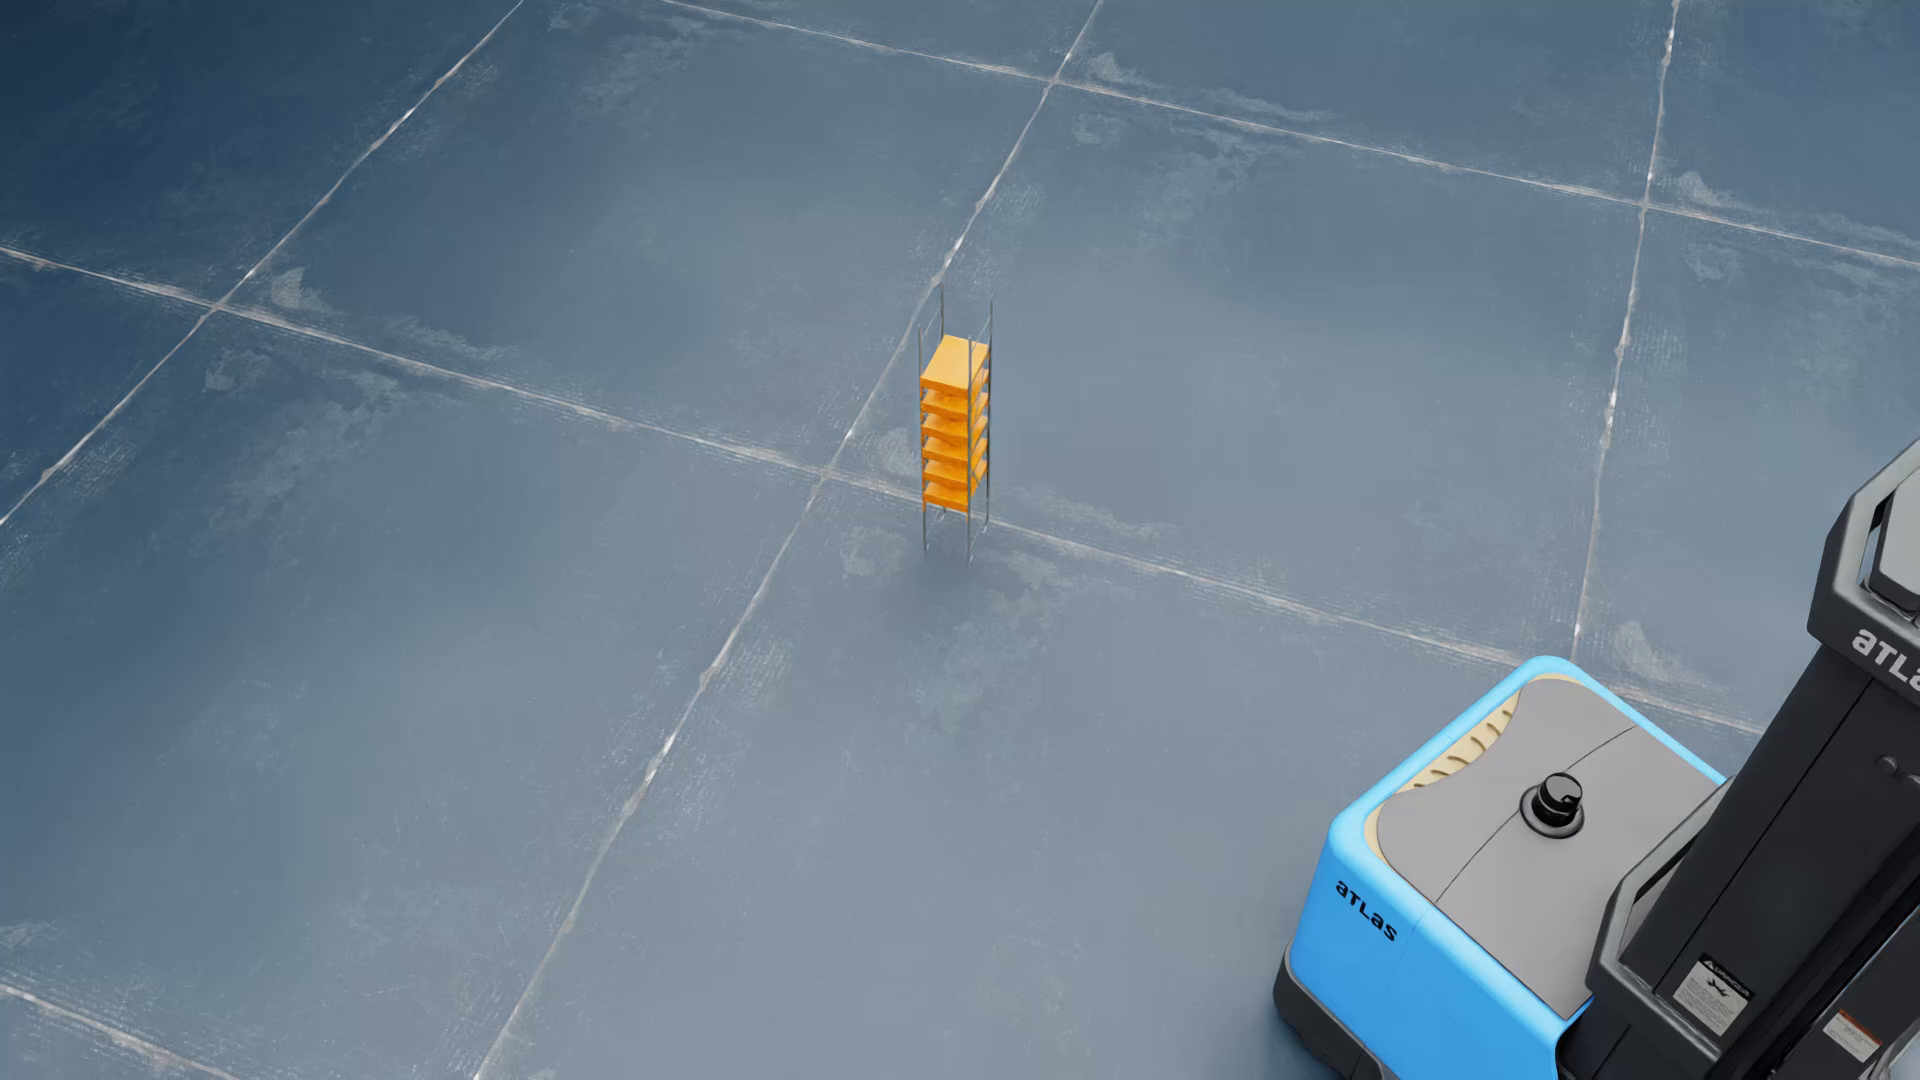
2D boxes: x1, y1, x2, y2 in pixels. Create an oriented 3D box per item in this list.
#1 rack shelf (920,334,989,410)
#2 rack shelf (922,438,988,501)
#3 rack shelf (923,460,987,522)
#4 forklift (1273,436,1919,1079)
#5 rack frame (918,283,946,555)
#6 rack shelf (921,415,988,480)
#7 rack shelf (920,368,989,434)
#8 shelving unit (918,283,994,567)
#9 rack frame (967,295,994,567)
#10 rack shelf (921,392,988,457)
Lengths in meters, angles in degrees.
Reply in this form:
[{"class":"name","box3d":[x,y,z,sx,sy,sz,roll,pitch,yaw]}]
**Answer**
[{"class":"rack shelf","box3d":[-0.014,-0.603,5.928,0.180,0.103,0.258,16,51,13]},{"class":"rack shelf","box3d":[-0.014,-0.289,6.291,0.180,0.103,0.258,16,51,13]},{"class":"rack shelf","box3d":[-0.014,-0.210,6.381,0.180,0.103,0.258,16,51,13]},{"class":"forklift","box3d":[2.319,1.151,3.680,1.130,2.935,3.031,-32,56,-25]},{"class":"rack frame","box3d":[-0.099,-0.421,6.187,0.006,1.200,0.240,16,51,13]},{"class":"rack shelf","box3d":[-0.014,-0.368,6.200,0.180,0.103,0.258,16,51,13]},{"class":"rack shelf","box3d":[-0.014,-0.525,6.019,0.180,0.103,0.258,16,51,13]},{"class":"shelving unit","box3d":[-0.014,-0.397,6.166,0.189,1.200,0.258,16,51,13]},{"class":"rack frame","box3d":[0.072,-0.373,6.146,0.006,1.200,0.240,16,51,13]},{"class":"rack shelf","box3d":[-0.014,-0.446,6.109,0.180,0.103,0.258,16,51,13]}]
